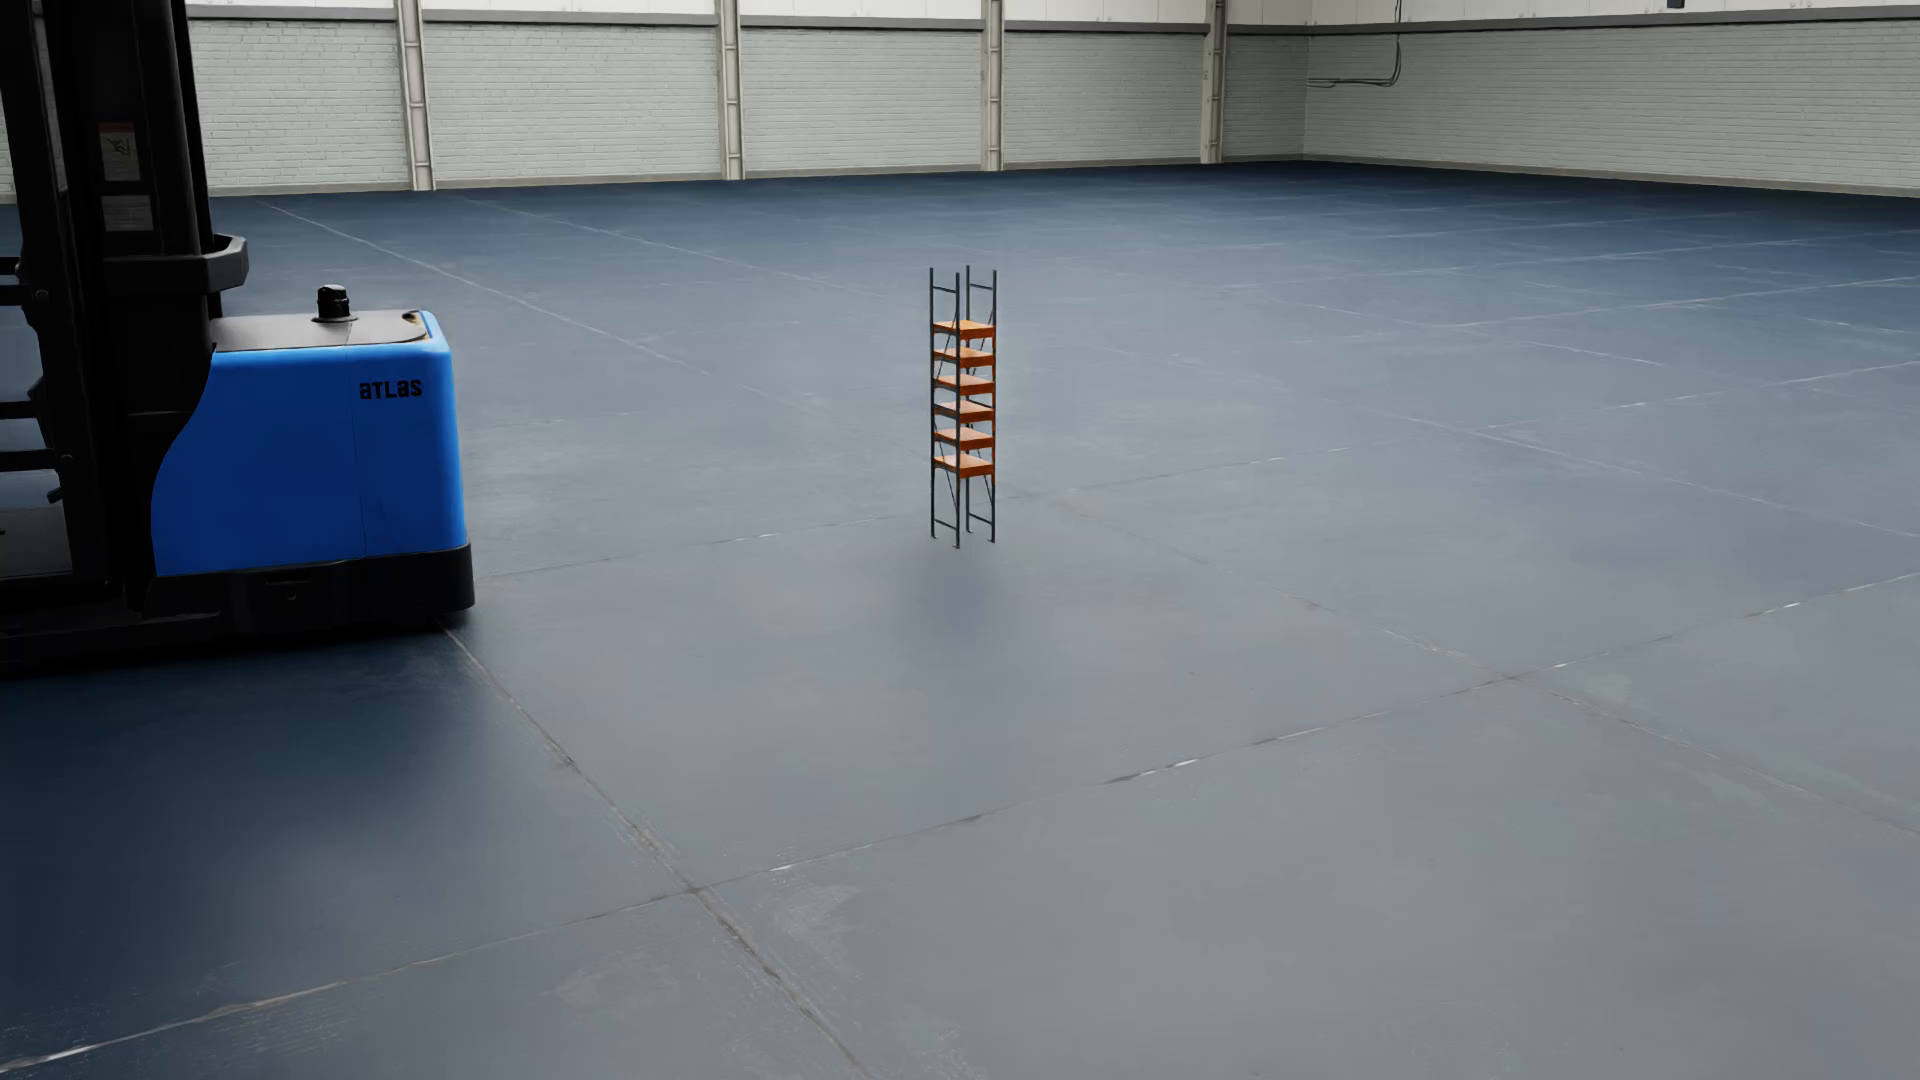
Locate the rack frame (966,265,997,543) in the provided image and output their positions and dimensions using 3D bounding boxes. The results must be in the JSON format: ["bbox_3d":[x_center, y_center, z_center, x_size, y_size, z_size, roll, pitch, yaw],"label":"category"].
[{"bbox_3d":[0.091,-0.592,7.300,0.006,1.200,0.240,-9,18,-30],"label":"rack frame"}]

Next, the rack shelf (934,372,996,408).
[{"bbox_3d":[0.012,-0.653,7.235,0.180,0.103,0.258,-9,18,-30],"label":"rack shelf"}]

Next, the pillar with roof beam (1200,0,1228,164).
[{"bbox_3d":[8.042,-12.100,33.904,0.400,9.000,9.100,-9,18,-30],"label":"pillar with roof beam"}]

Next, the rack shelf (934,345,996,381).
[{"bbox_3d":[0.012,-0.768,7.202,0.180,0.103,0.258,-9,18,-30],"label":"rack shelf"}]

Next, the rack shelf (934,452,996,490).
[{"bbox_3d":[0.012,-0.306,7.332,0.180,0.103,0.258,-9,18,-30],"label":"rack shelf"}]

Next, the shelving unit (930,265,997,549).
[{"bbox_3d":[0.012,-0.580,7.255,0.189,1.200,0.258,-9,18,-30],"label":"shelving unit"}]

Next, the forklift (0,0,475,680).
[{"bbox_3d":[-3.405,-1.071,5.801,3.031,2.935,1.130,-6,17,-20],"label":"forklift"}]

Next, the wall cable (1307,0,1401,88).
[{"bbox_3d":[9.031,-11.705,38.245,0.112,2.526,3.097,-9,18,-30],"label":"wall cable"}]

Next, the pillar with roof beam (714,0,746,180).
[{"bbox_3d":[-2.244,-10.432,27.953,0.400,9.000,9.100,-9,18,-30],"label":"pillar with roof beam"}]

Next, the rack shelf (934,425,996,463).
[{"bbox_3d":[0.012,-0.421,7.299,0.180,0.103,0.258,-9,18,-30],"label":"rack shelf"}]

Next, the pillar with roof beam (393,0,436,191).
[{"bbox_3d":[-7.387,-9.598,24.978,0.400,9.000,9.100,-9,18,-30],"label":"pillar with roof beam"}]

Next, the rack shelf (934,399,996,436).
[{"bbox_3d":[0.012,-0.537,7.267,0.180,0.103,0.258,-9,18,-30],"label":"rack shelf"}]

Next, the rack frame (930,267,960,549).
[{"bbox_3d":[-0.066,-0.567,7.210,0.006,1.200,0.240,-9,18,-30],"label":"rack frame"}]

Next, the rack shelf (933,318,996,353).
[{"bbox_3d":[0.012,-0.884,7.170,0.180,0.103,0.258,-9,18,-30],"label":"rack shelf"}]

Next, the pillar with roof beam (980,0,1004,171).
[{"bbox_3d":[2.899,-11.266,30.928,0.400,9.000,9.100,-9,18,-30],"label":"pillar with roof beam"}]

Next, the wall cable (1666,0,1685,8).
[{"bbox_3d":[13.907,-12.639,29.524,0.169,6.003,2.305,-9,18,-30],"label":"wall cable"}]
